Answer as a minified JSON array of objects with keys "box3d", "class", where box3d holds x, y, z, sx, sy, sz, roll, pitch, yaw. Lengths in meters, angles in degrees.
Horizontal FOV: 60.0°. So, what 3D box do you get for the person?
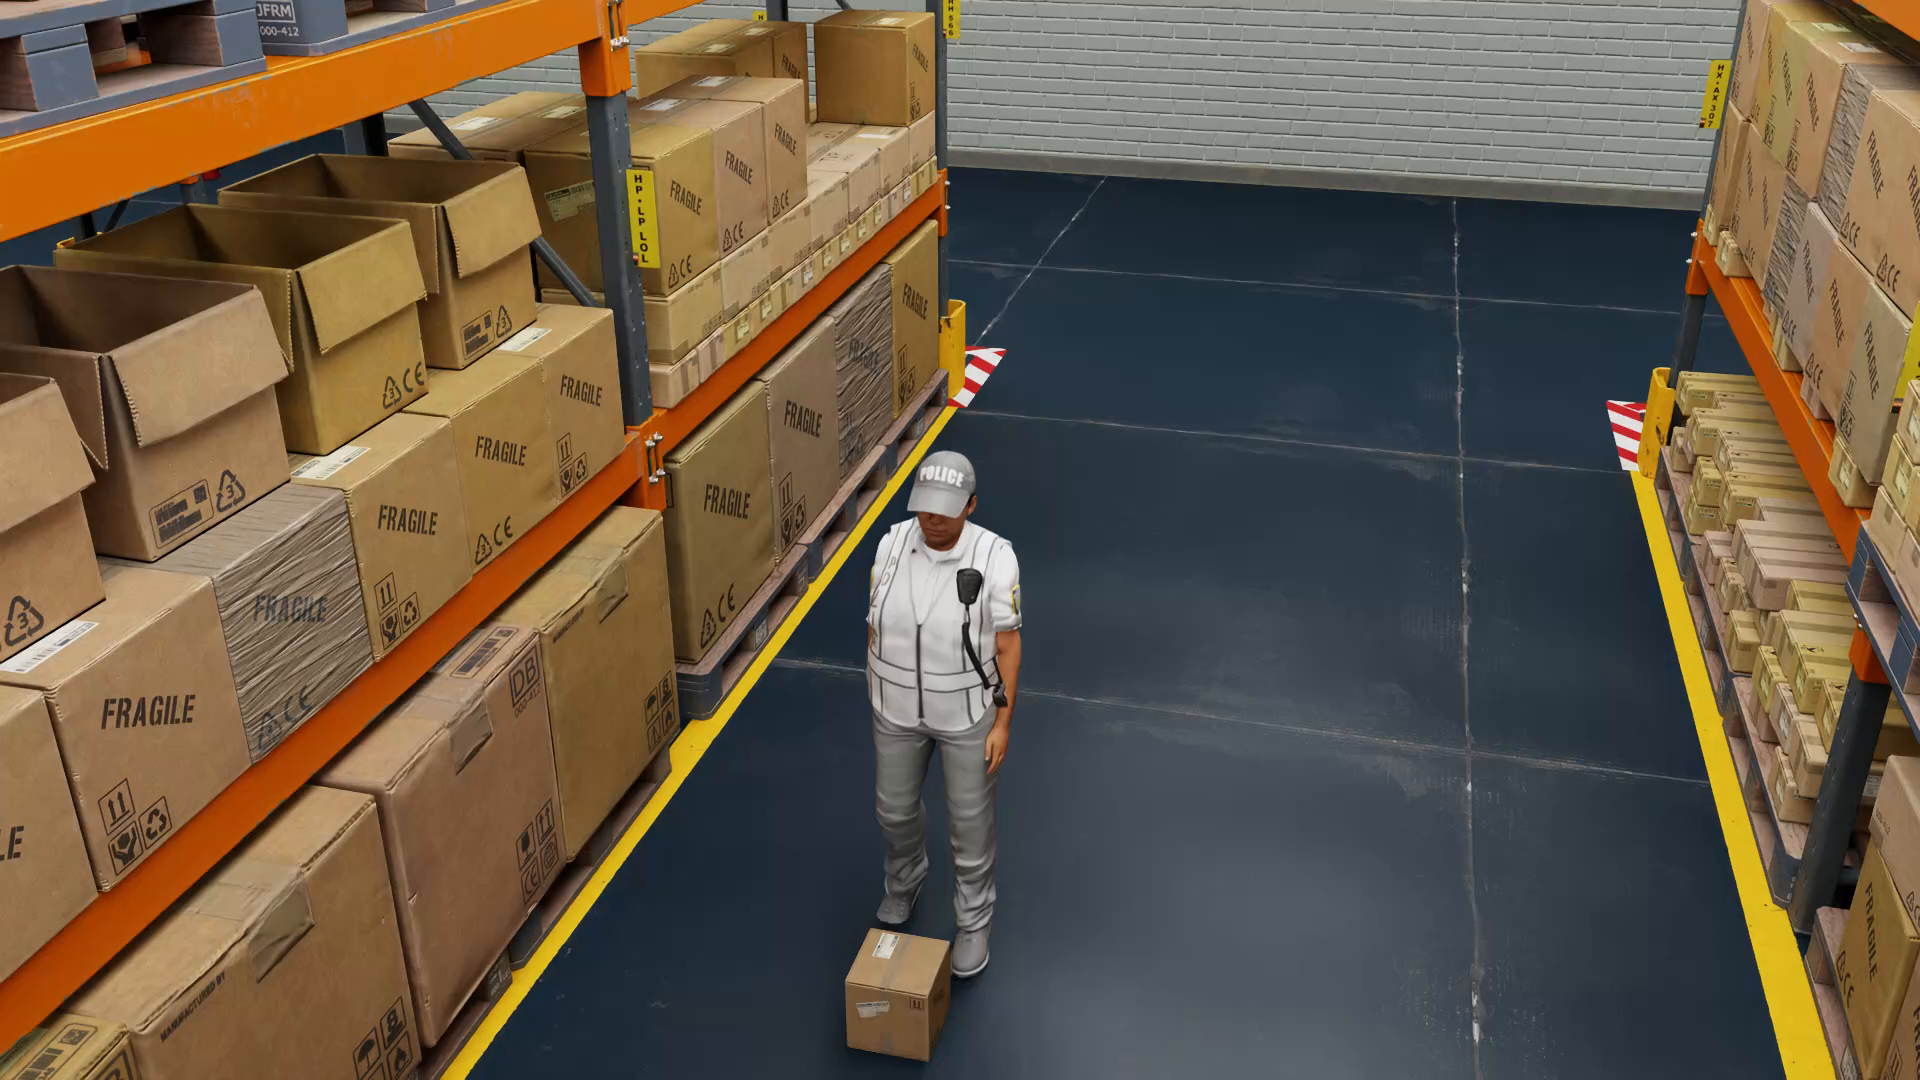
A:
[{"box3d":[-0.058,0.550,5.038,0.481,1.737,0.423,7,26,14],"class":"person"}]
